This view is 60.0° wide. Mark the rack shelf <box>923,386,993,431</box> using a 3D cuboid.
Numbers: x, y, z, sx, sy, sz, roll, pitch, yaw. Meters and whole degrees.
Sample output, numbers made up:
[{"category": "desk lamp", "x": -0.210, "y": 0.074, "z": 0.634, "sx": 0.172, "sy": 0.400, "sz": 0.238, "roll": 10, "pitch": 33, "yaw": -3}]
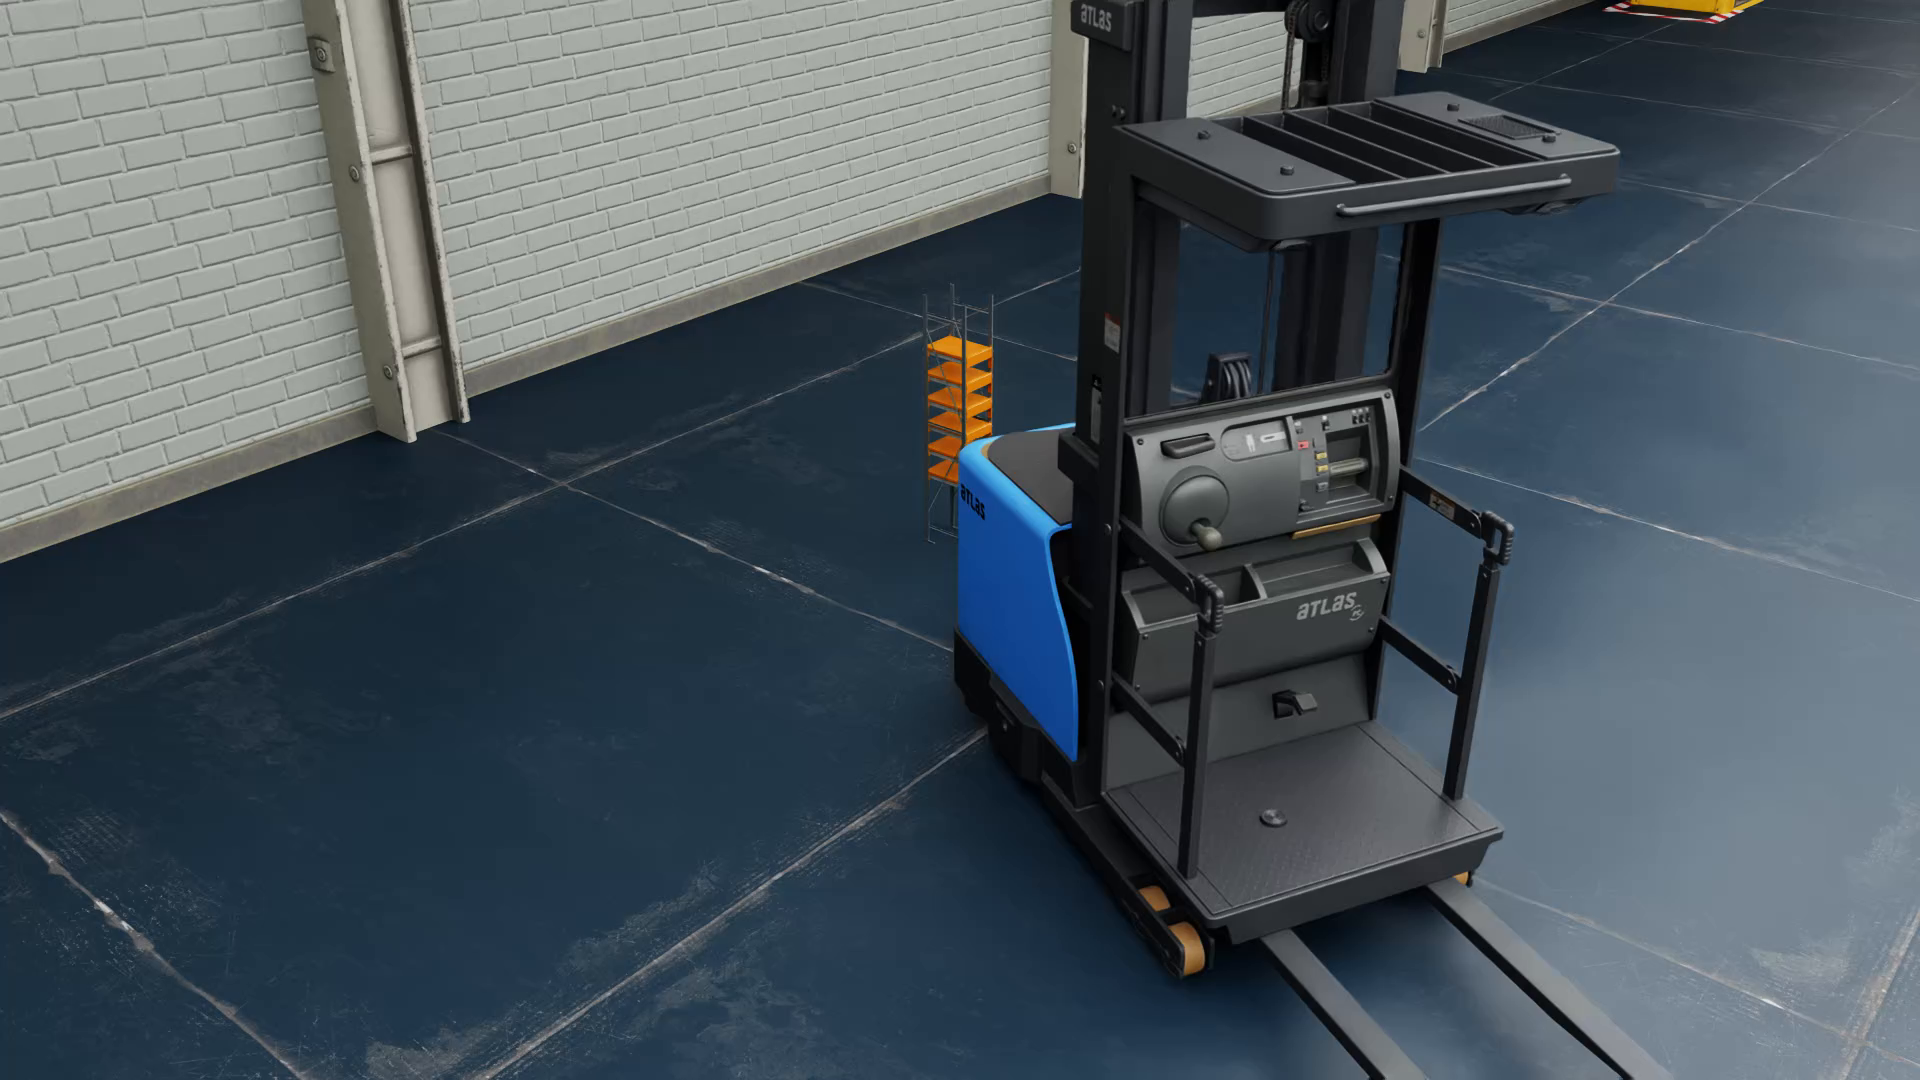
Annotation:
[{"category": "rack shelf", "x": -0.009, "y": -0.595, "z": 7.430, "sx": 0.258, "sy": 0.103, "sz": 0.180, "roll": 21, "pitch": 34, "yaw": 34}]

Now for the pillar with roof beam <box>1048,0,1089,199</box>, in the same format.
[{"category": "pillar with roof beam", "x": 4.247, "y": -5.490, "z": 8.569, "sx": 9.100, "sy": 9.000, "sz": 0.400, "roll": 21, "pitch": 34, "yaw": 34}]

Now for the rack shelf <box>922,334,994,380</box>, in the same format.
[{"category": "rack shelf", "x": -0.009, "y": -0.808, "z": 7.319, "sx": 0.258, "sy": 0.103, "sz": 0.180, "roll": 21, "pitch": 34, "yaw": 34}]

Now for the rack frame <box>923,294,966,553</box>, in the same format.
[{"category": "rack frame", "x": -0.067, "y": -0.495, "z": 7.402, "sx": 0.240, "sy": 1.200, "sz": 0.006, "roll": 21, "pitch": 34, "yaw": 34}]

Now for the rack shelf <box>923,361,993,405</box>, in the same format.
[{"category": "rack shelf", "x": -0.009, "y": -0.701, "z": 7.375, "sx": 0.258, "sy": 0.103, "sz": 0.180, "roll": 21, "pitch": 34, "yaw": 34}]

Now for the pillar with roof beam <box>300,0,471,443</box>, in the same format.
[{"category": "pillar with roof beam", "x": 0.431, "y": -3.363, "z": 4.456, "sx": 9.100, "sy": 9.000, "sz": 0.400, "roll": 21, "pitch": 34, "yaw": 34}]

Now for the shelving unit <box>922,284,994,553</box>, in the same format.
[{"category": "shelving unit", "x": -0.009, "y": -0.528, "z": 7.464, "sx": 0.258, "sy": 1.200, "sz": 0.189, "roll": 21, "pitch": 34, "yaw": 34}]

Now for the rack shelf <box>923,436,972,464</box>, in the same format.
[{"category": "rack shelf", "x": -0.009, "y": -0.382, "z": 7.540, "sx": 0.258, "sy": 0.103, "sz": 0.180, "roll": 21, "pitch": 34, "yaw": 34}]

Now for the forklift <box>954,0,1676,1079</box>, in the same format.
[{"category": "forklift", "x": 1.030, "y": -0.177, "z": 4.903, "sx": 1.130, "sy": 2.935, "sz": 3.031, "roll": -11, "pitch": 29, "yaw": -21}]

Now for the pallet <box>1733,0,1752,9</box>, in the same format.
[{"category": "pallet", "x": 9.373, "y": -6.903, "z": 20.865, "sx": 1.003, "sy": 0.211, "sz": 1.213, "roll": 21, "pitch": 34, "yaw": 34}]

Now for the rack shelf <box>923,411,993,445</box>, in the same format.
[{"category": "rack shelf", "x": -0.009, "y": -0.488, "z": 7.485, "sx": 0.258, "sy": 0.103, "sz": 0.180, "roll": 21, "pitch": 34, "yaw": 34}]

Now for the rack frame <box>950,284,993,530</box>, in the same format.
[{"category": "rack frame", "x": 0.049, "y": -0.560, "z": 7.527, "sx": 0.240, "sy": 1.200, "sz": 0.006, "roll": 21, "pitch": 34, "yaw": 34}]

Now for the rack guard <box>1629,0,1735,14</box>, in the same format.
[{"category": "rack guard", "x": 8.829, "y": -6.754, "z": 20.261, "sx": 1.175, "sy": 0.500, "sz": 0.348, "roll": 21, "pitch": 34, "yaw": 34}]

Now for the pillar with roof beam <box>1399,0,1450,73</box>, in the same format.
[{"category": "pillar with roof beam", "x": 8.063, "y": -7.617, "z": 12.681, "sx": 9.100, "sy": 9.000, "sz": 0.400, "roll": 21, "pitch": 34, "yaw": 34}]

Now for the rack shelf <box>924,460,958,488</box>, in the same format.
[{"category": "rack shelf", "x": -0.009, "y": -0.275, "z": 7.595, "sx": 0.258, "sy": 0.103, "sz": 0.180, "roll": 21, "pitch": 34, "yaw": 34}]
